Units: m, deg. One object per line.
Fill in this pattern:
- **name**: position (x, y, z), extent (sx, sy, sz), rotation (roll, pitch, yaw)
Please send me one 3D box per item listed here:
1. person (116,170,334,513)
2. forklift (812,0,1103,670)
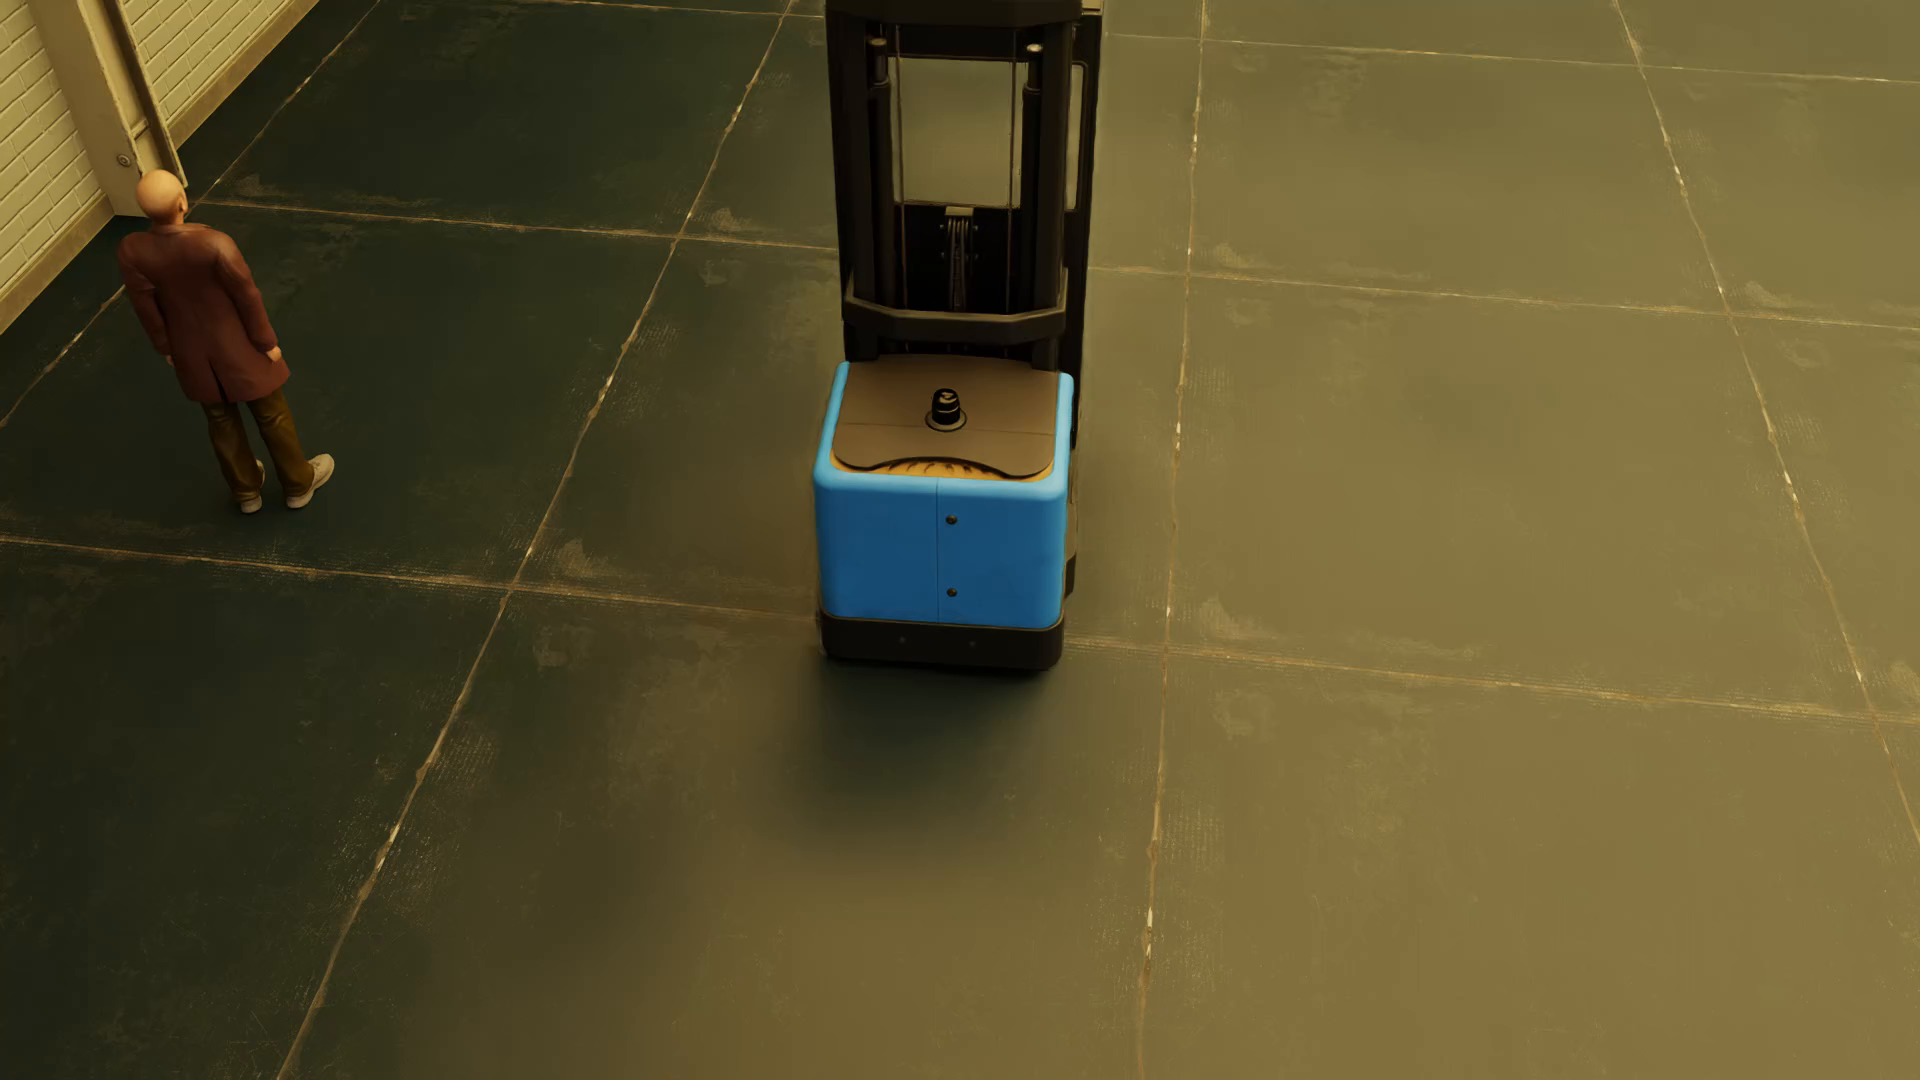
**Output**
- **person**: position (-3.360, -0.906, 7.560), extent (0.547, 1.782, 0.389), rotation (-2, 43, -3)
- **forklift**: position (0.036, -1.511, 7.369), extent (1.130, 2.935, 3.031), rotation (3, 43, 4)
